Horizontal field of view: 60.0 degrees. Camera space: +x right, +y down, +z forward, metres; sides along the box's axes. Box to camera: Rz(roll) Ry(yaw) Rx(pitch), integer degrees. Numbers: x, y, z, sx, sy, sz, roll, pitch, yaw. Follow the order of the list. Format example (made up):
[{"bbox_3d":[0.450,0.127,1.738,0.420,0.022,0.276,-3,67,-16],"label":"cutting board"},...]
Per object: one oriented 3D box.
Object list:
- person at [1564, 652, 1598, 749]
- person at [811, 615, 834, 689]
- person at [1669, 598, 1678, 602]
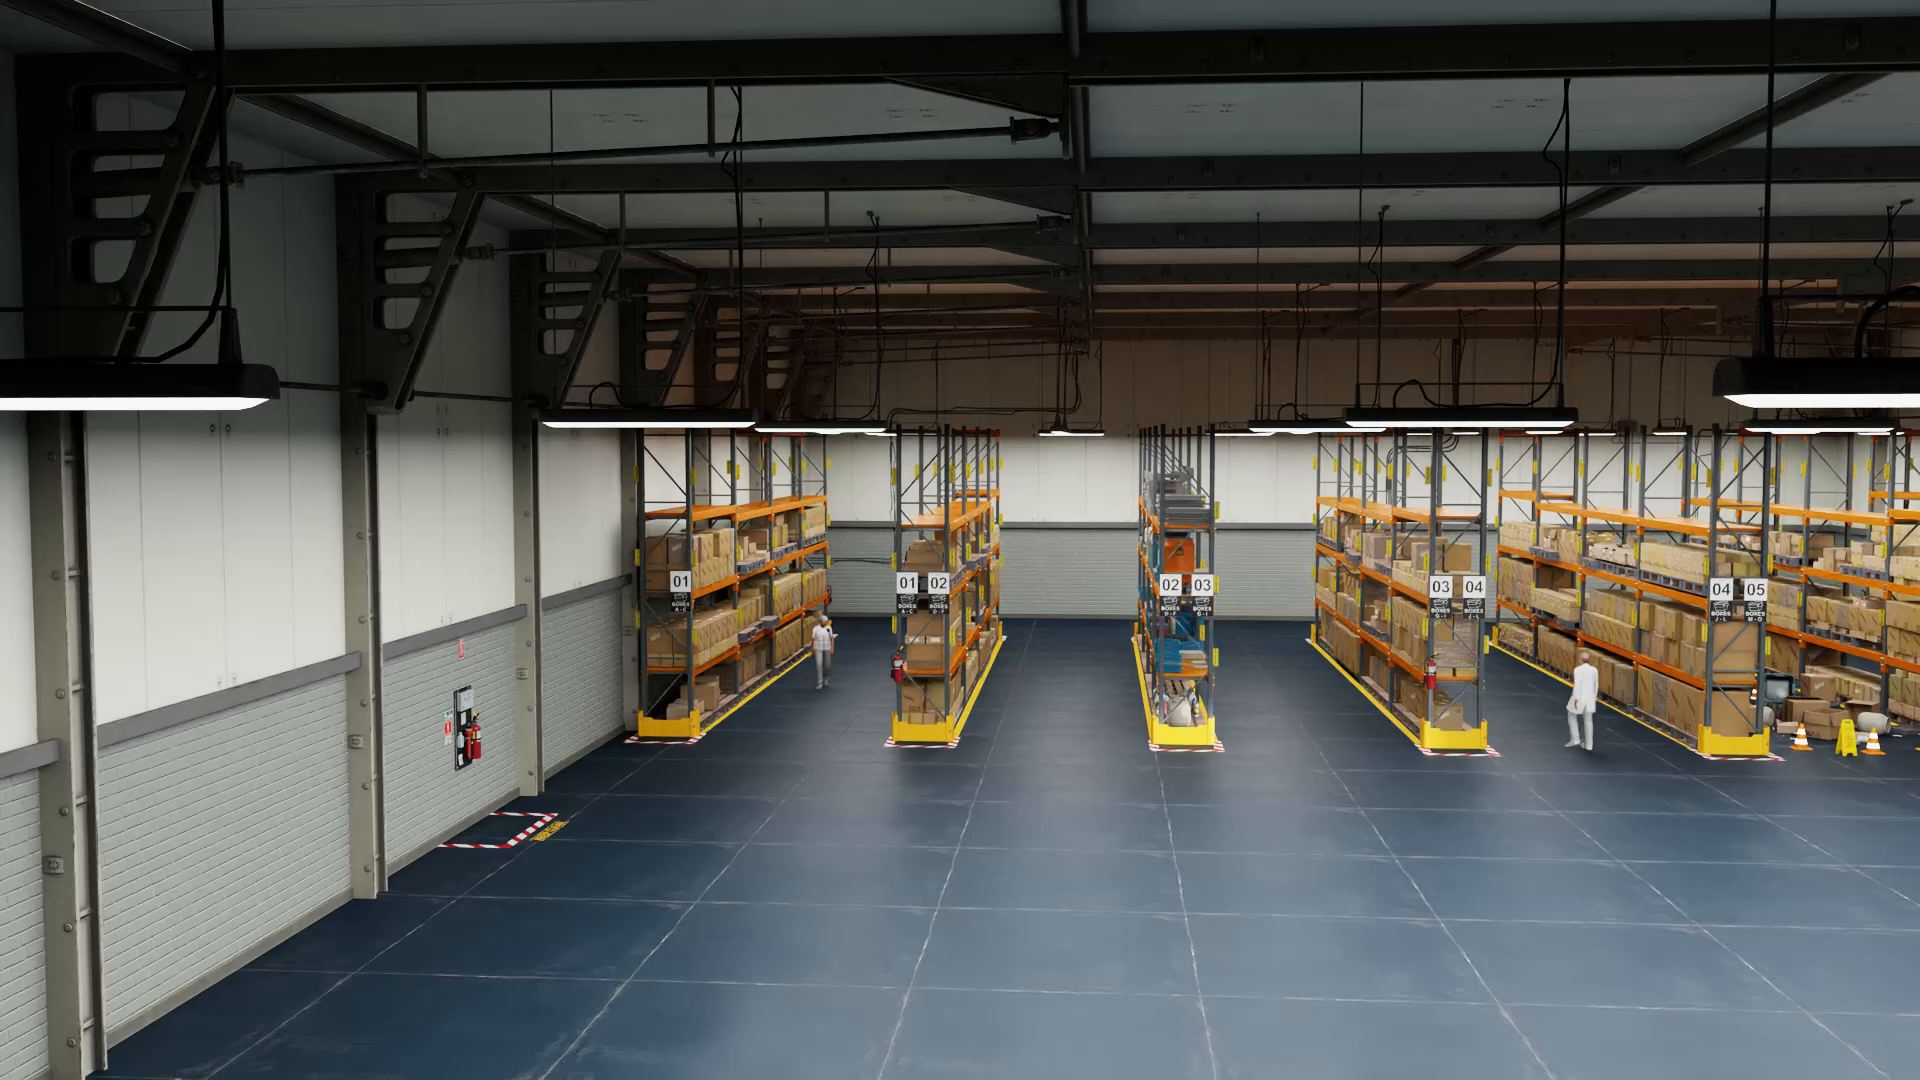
[{"bbox_3d":[11.533,2.985,30.655,0.578,1.814,0.595,0,3,-3],"label":"person"},{"bbox_3d":[-3.141,2.583,38.438,0.509,1.656,0.746,-1,4,-19],"label":"person"},{"bbox_3d":[18.410,2.261,42.624,0.540,1.787,0.555,-1,4,-21],"label":"person"}]
